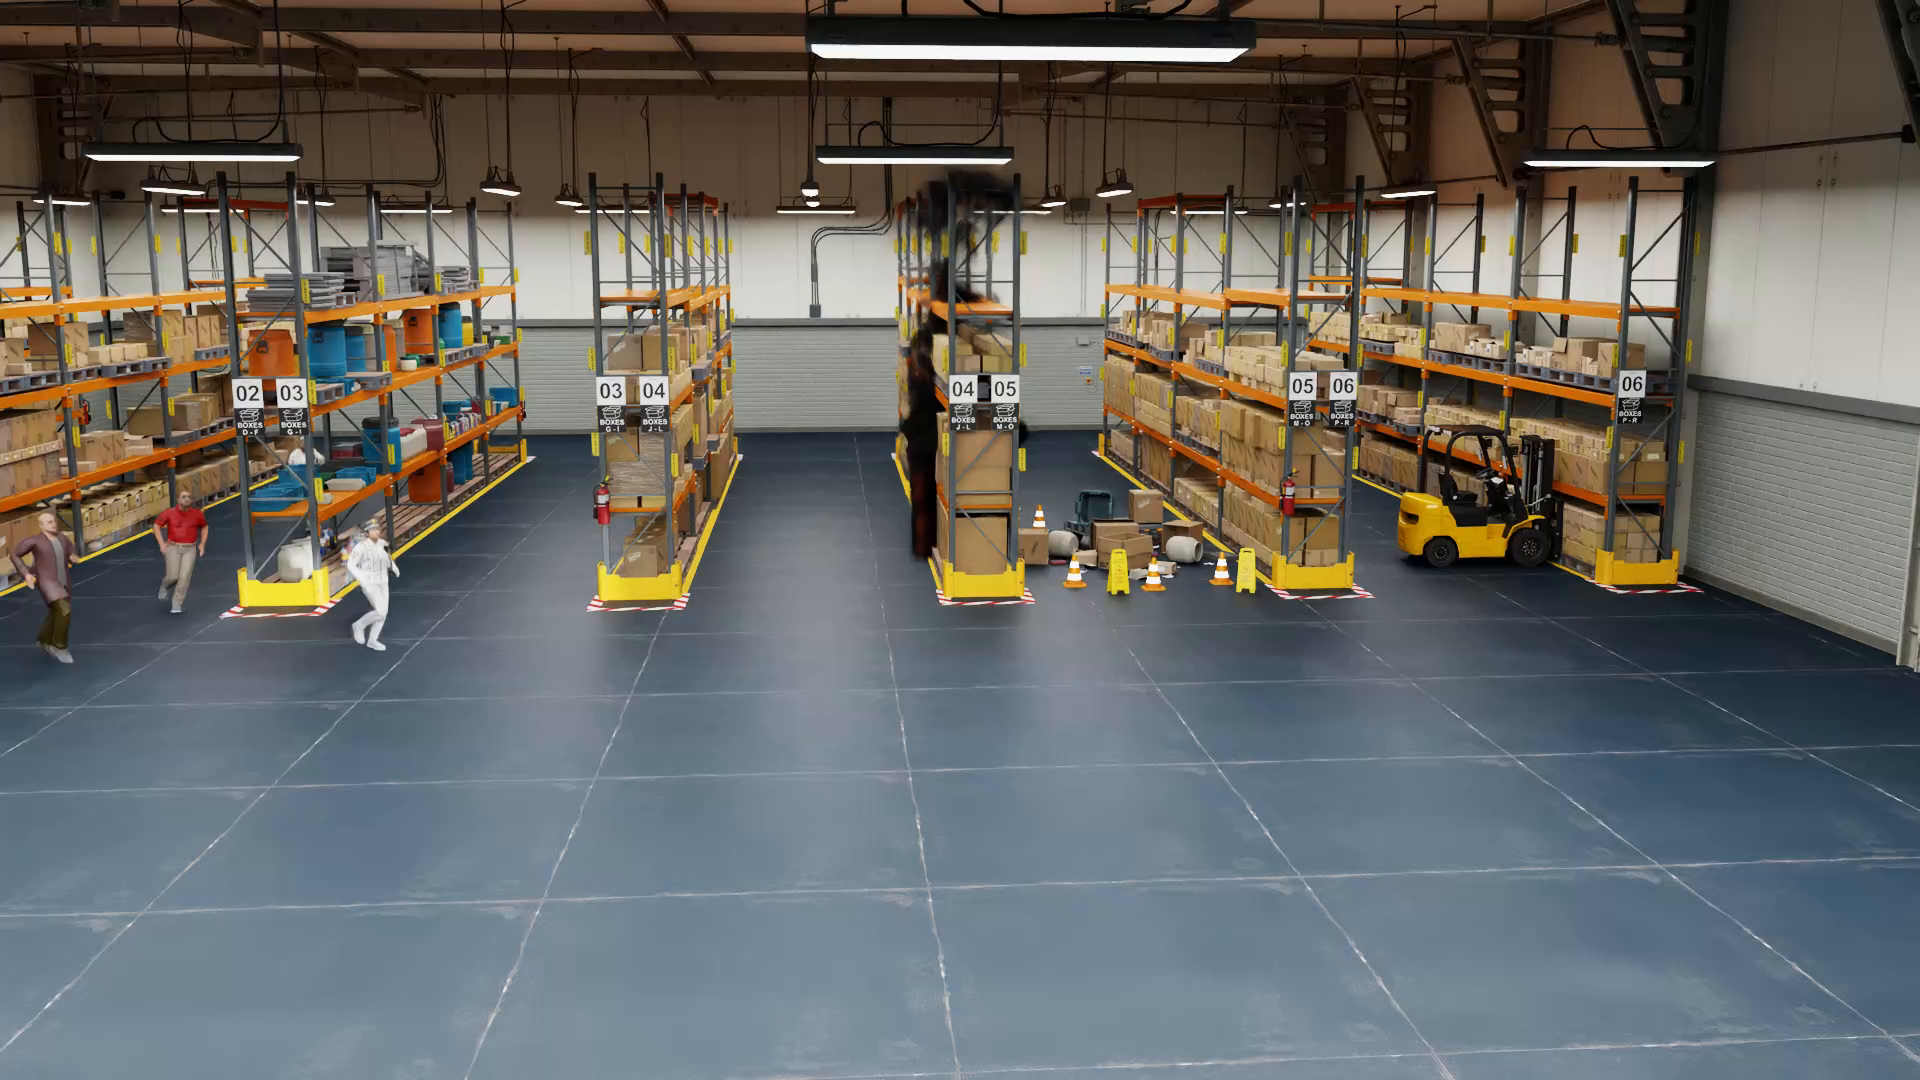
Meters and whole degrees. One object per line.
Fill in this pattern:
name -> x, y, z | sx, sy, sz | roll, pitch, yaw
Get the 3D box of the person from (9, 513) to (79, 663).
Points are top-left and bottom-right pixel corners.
person -> -11.057, 0.593, 20.302 | 0.799, 1.828, 0.668 | 3, 10, 16

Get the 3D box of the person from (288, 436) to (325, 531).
person -> -11.621, -1.034, 29.583 | 0.664, 1.725, 0.601 | -2, 10, -10

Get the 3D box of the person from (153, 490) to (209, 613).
person -> -10.808, 0.138, 23.163 | 0.705, 1.655, 0.667 | -7, 12, -34

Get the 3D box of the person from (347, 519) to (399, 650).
person -> -7.314, 0.549, 20.852 | 0.569, 1.669, 0.605 | 6, 11, 29
